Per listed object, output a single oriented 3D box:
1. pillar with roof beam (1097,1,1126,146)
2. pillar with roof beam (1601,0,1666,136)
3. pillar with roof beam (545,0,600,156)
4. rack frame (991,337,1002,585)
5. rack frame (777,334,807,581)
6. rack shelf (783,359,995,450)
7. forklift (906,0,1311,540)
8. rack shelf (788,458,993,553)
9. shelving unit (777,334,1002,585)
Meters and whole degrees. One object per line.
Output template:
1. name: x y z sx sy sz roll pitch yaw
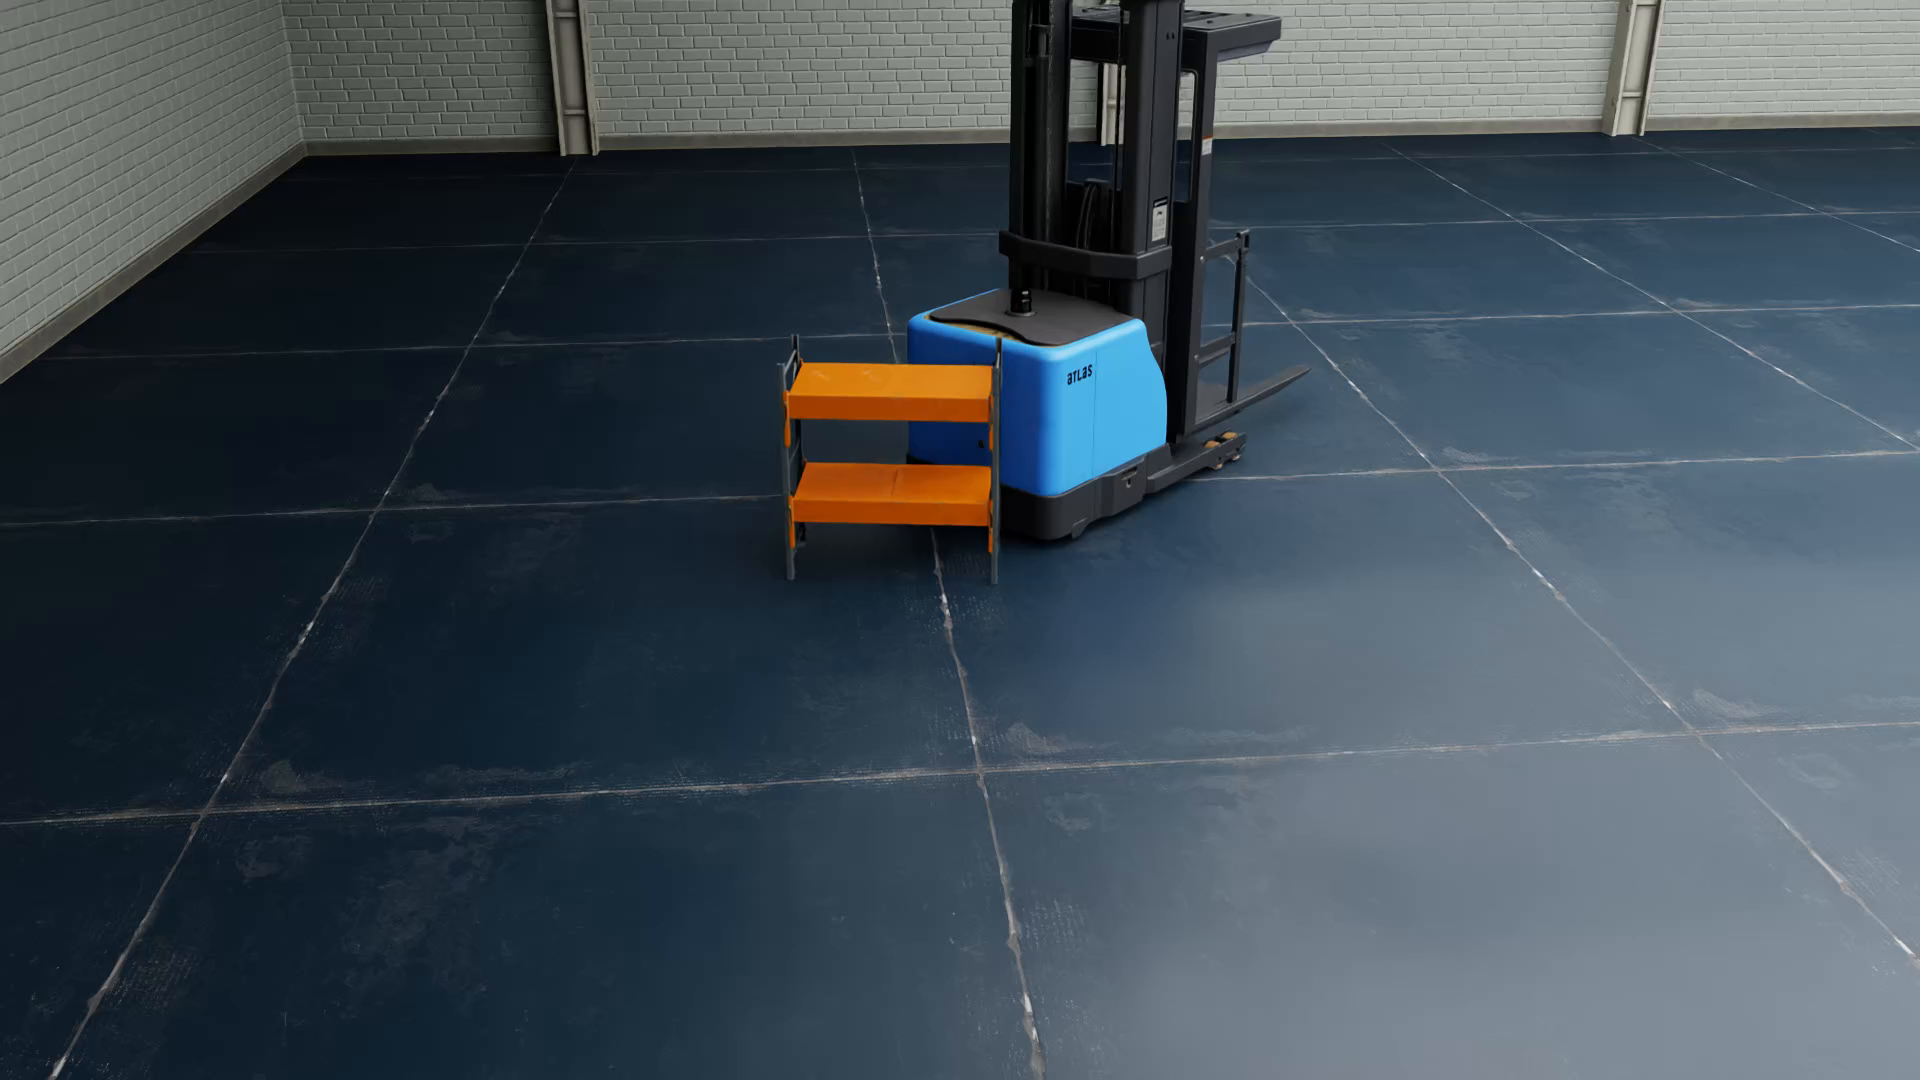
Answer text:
1. pillar with roof beam: 2.196 -6.892 13.176 0.400 9.000 9.100 -2 24 -5
2. pillar with roof beam: 8.167 -7.131 13.715 0.400 9.000 9.100 -2 24 -5
3. pillar with roof beam: -3.775 -6.652 12.637 0.400 9.000 9.100 -2 24 -5
4. rack frame: 0.181 -0.391 8.246 0.032 1.125 0.500 1 24 3
5. rack frame: -0.834 -0.414 8.296 0.032 1.125 0.500 1 24 3
6. rack shelf: -0.327 -0.670 8.152 1.000 0.278 0.538 1 24 3
7. forklift: 1.036 -1.864 9.335 1.130 2.935 3.031 19 30 36
8. rack shelf: -0.327 -0.179 8.370 1.000 0.278 0.538 1 24 3
9. shelving unit: -0.327 -0.403 8.271 1.048 1.125 0.538 1 24 3
